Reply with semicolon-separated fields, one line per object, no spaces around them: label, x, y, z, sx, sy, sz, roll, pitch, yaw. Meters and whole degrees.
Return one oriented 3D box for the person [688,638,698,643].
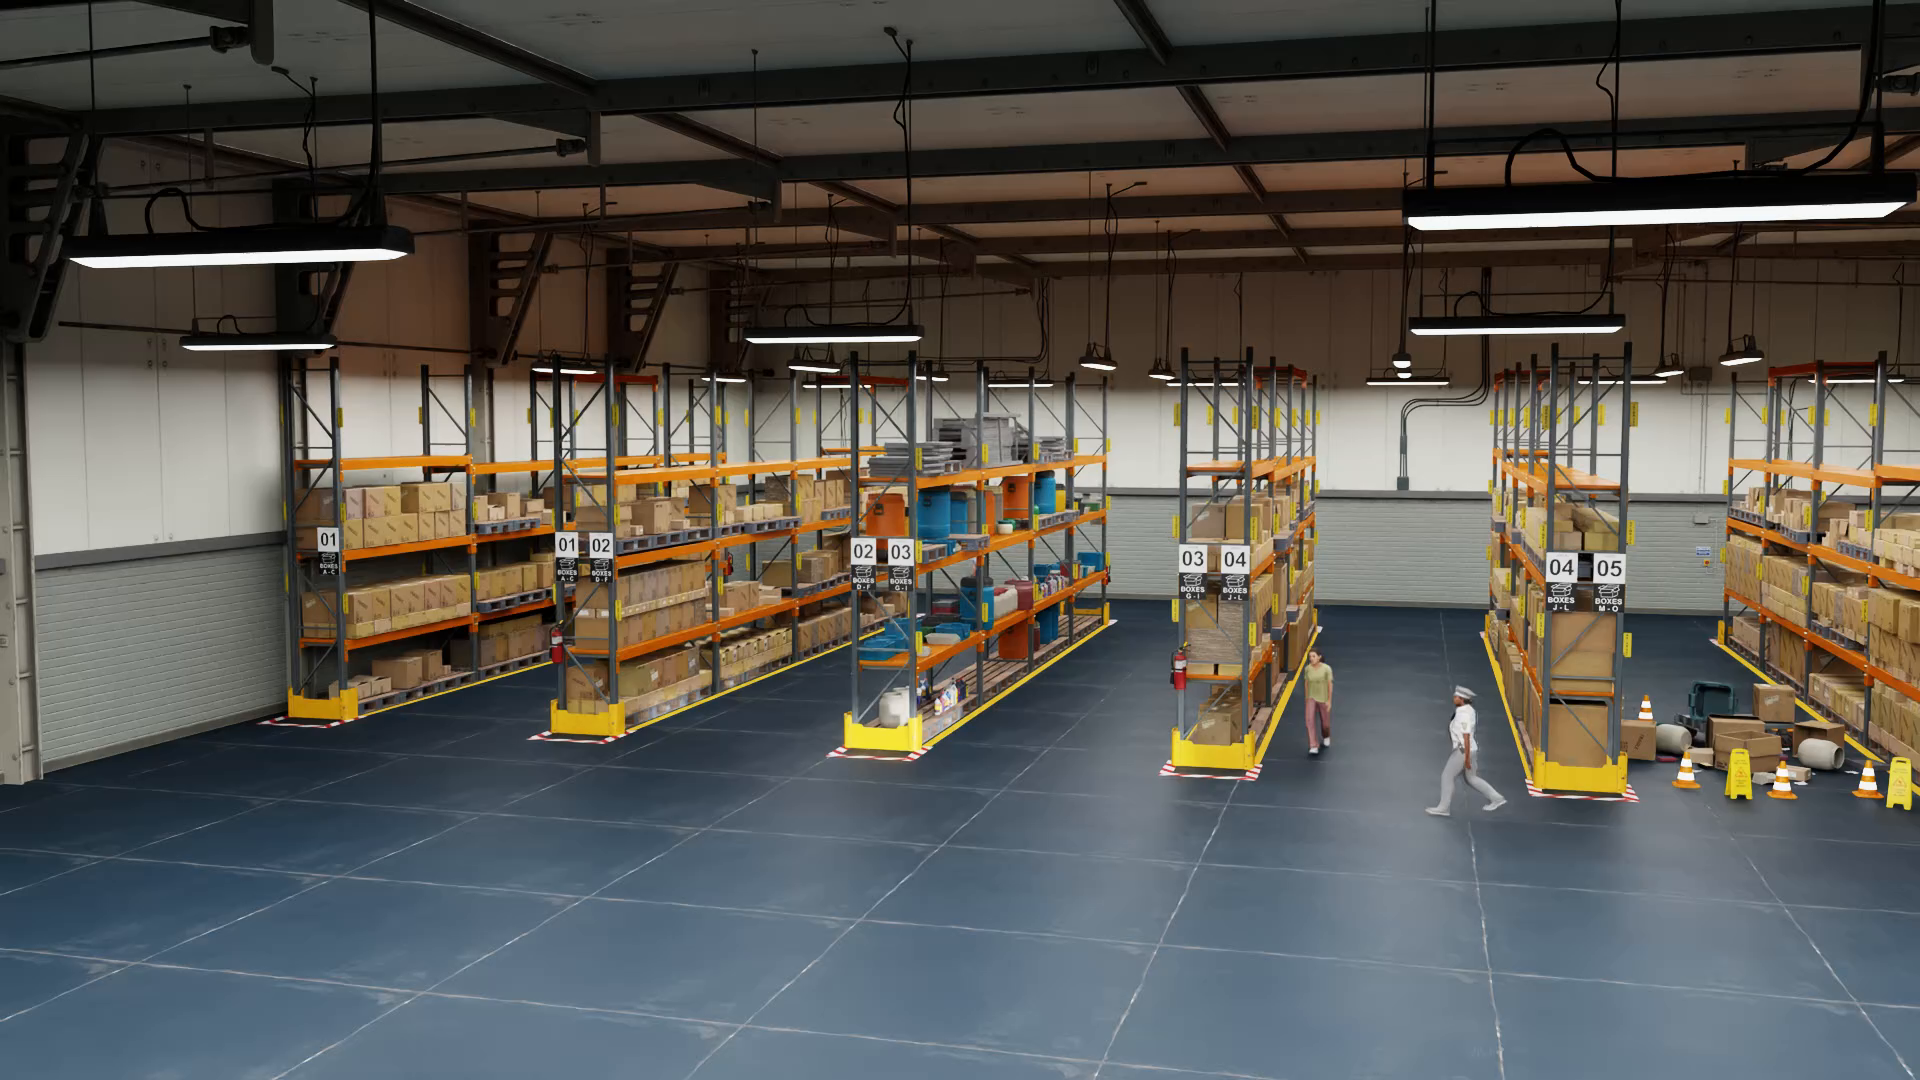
person;-6.018;1.480;36.647;0.664;1.667;0.700;2;5;26

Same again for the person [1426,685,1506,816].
person;6.350;2.641;20.814;0.965;1.643;0.448;1;4;18

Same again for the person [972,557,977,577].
person;0.547;0.986;43.520;0.415;1.670;0.507;1;4;16

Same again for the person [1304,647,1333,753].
person;5.381;2.385;25.012;0.444;1.557;1.019;2;4;20
